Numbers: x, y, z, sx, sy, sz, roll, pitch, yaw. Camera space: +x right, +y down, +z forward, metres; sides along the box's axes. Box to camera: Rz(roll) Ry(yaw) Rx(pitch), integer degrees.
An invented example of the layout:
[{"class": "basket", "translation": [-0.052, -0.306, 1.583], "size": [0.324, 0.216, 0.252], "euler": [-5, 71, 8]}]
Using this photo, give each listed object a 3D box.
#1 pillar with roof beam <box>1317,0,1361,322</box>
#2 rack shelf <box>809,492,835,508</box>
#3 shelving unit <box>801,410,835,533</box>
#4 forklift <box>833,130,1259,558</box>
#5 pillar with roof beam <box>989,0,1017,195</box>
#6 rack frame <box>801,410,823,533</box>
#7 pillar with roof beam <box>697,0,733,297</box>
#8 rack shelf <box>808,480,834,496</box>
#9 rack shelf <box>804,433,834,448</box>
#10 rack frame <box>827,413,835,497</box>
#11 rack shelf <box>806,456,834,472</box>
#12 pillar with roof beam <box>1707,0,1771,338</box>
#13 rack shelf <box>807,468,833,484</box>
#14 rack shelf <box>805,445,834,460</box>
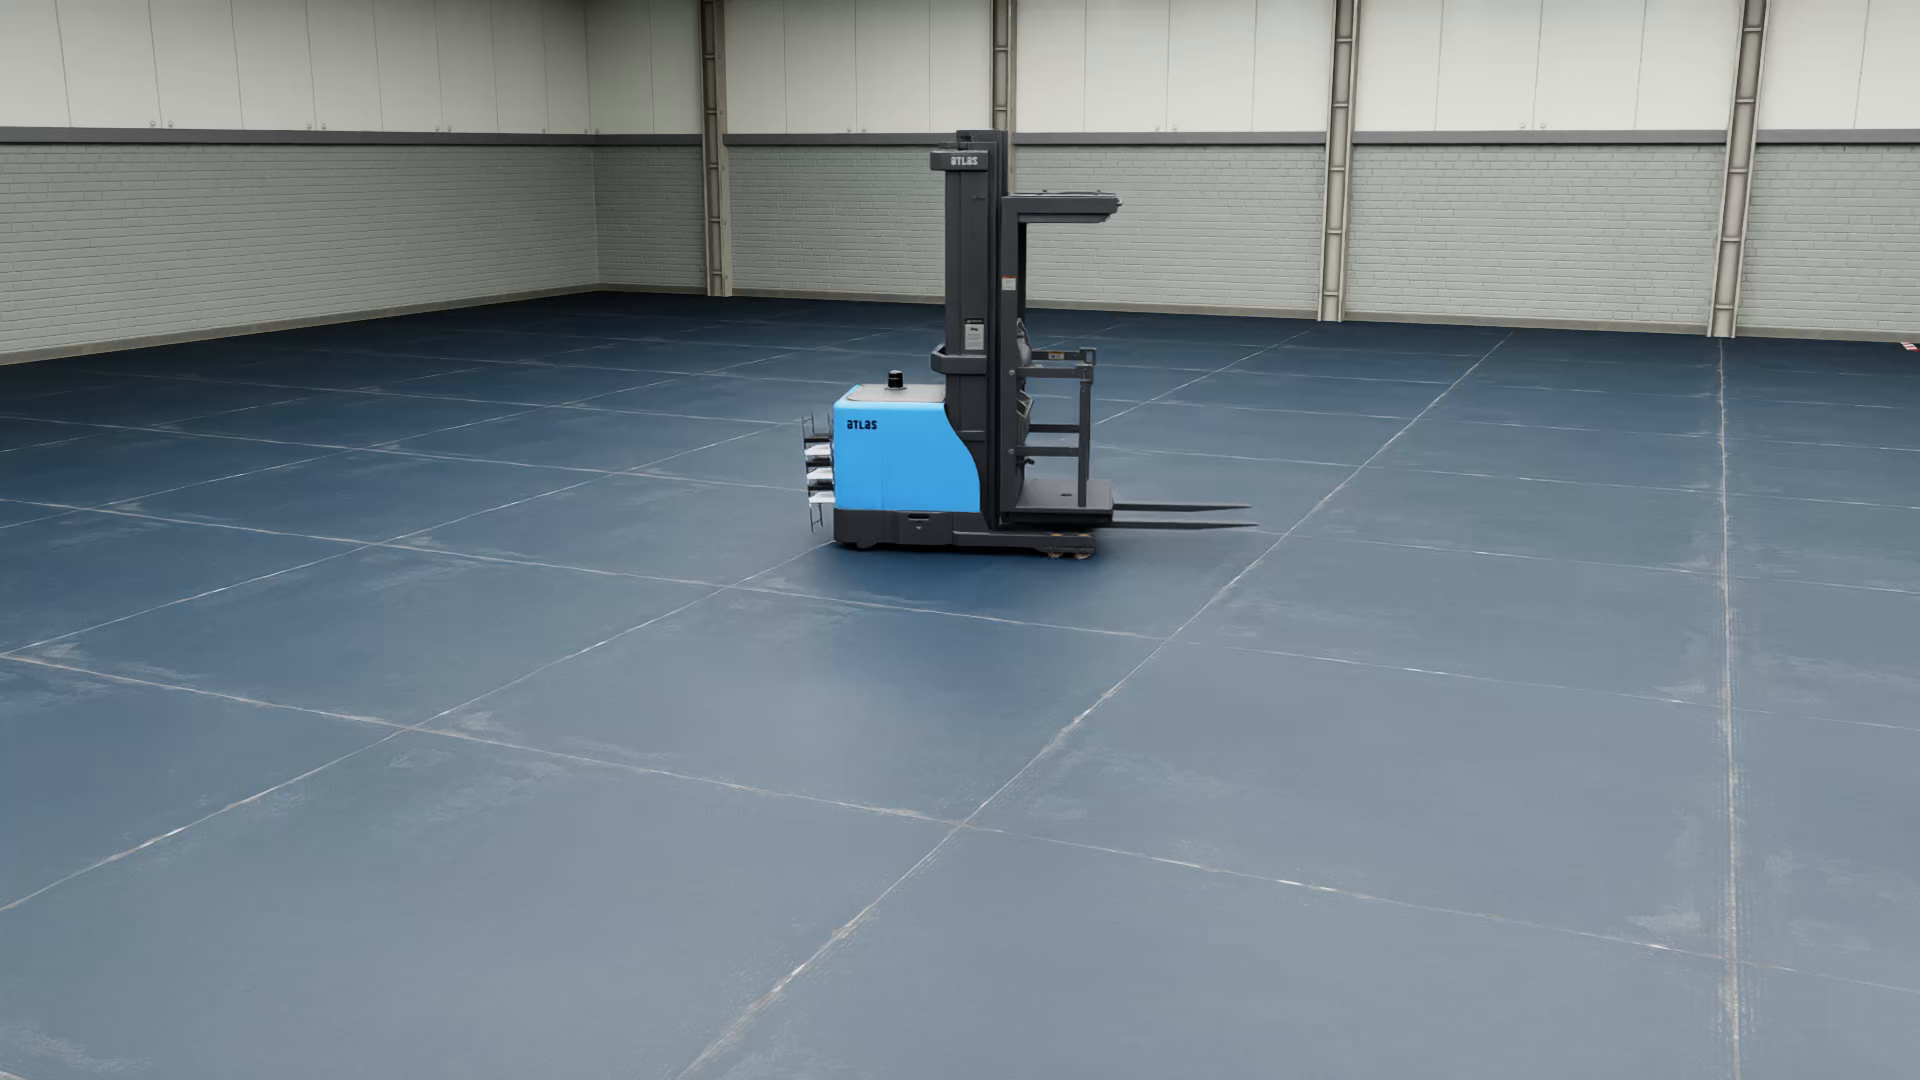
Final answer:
[{"class": "pillar with roof beam", "translation": [4.506, -7.180, 23.154], "size": [0.400, 9.000, 9.100], "euler": [6, 14, 23]}, {"class": "rack shelf", "translation": [-0.997, -0.307, 12.497], "size": [0.200, 0.077, 0.258], "euler": [-1, 13, 15]}, {"class": "shelving unit", "translation": [-1.011, -0.515, 12.452], "size": [0.210, 0.900, 0.258], "euler": [-1, 13, 15]}, {"class": "forklift", "translation": [0.640, -1.428, 11.926], "size": [3.031, 2.935, 1.130], "euler": [1, 13, 5]}, {"class": "pillar with roof beam", "translation": [-0.980, -7.735, 25.520], "size": [0.400, 9.000, 9.100], "euler": [6, 14, 23]}, {"class": "rack frame", "translation": [-1.109, -0.514, 12.478], "size": [0.006, 0.900, 0.240], "euler": [-1, 13, 15]}, {"class": "pillar with roof beam", "translation": [-6.466, -8.290, 27.886], "size": [0.400, 9.000, 9.100], "euler": [6, 14, 23]}, {"class": "rack shelf", "translation": [-1.003, -0.395, 12.478], "size": [0.200, 0.077, 0.258], "euler": [-1, 13, 15]}, {"class": "rack shelf", "translation": [-1.027, -0.746, 12.402], "size": [0.200, 0.077, 0.258], "euler": [-1, 13, 15]}, {"class": "rack frame", "translation": [-0.913, -0.516, 12.426], "size": [0.006, 0.900, 0.240], "euler": [-1, 13, 15]}, {"class": "rack shelf", "translation": [-1.015, -0.570, 12.440], "size": [0.200, 0.077, 0.258], "euler": [-1, 13, 15]}, {"class": "pillar with roof beam", "translation": [9.992, -6.625, 20.788], "size": [0.400, 9.000, 9.100], "euler": [6, 14, 23]}, {"class": "rack shelf", "translation": [-1.009, -0.483, 12.459], "size": [0.200, 0.077, 0.258], "euler": [-1, 13, 15]}, {"class": "rack shelf", "translation": [-1.021, -0.658, 12.421], "size": [0.200, 0.077, 0.258], "euler": [-1, 13, 15]}]
